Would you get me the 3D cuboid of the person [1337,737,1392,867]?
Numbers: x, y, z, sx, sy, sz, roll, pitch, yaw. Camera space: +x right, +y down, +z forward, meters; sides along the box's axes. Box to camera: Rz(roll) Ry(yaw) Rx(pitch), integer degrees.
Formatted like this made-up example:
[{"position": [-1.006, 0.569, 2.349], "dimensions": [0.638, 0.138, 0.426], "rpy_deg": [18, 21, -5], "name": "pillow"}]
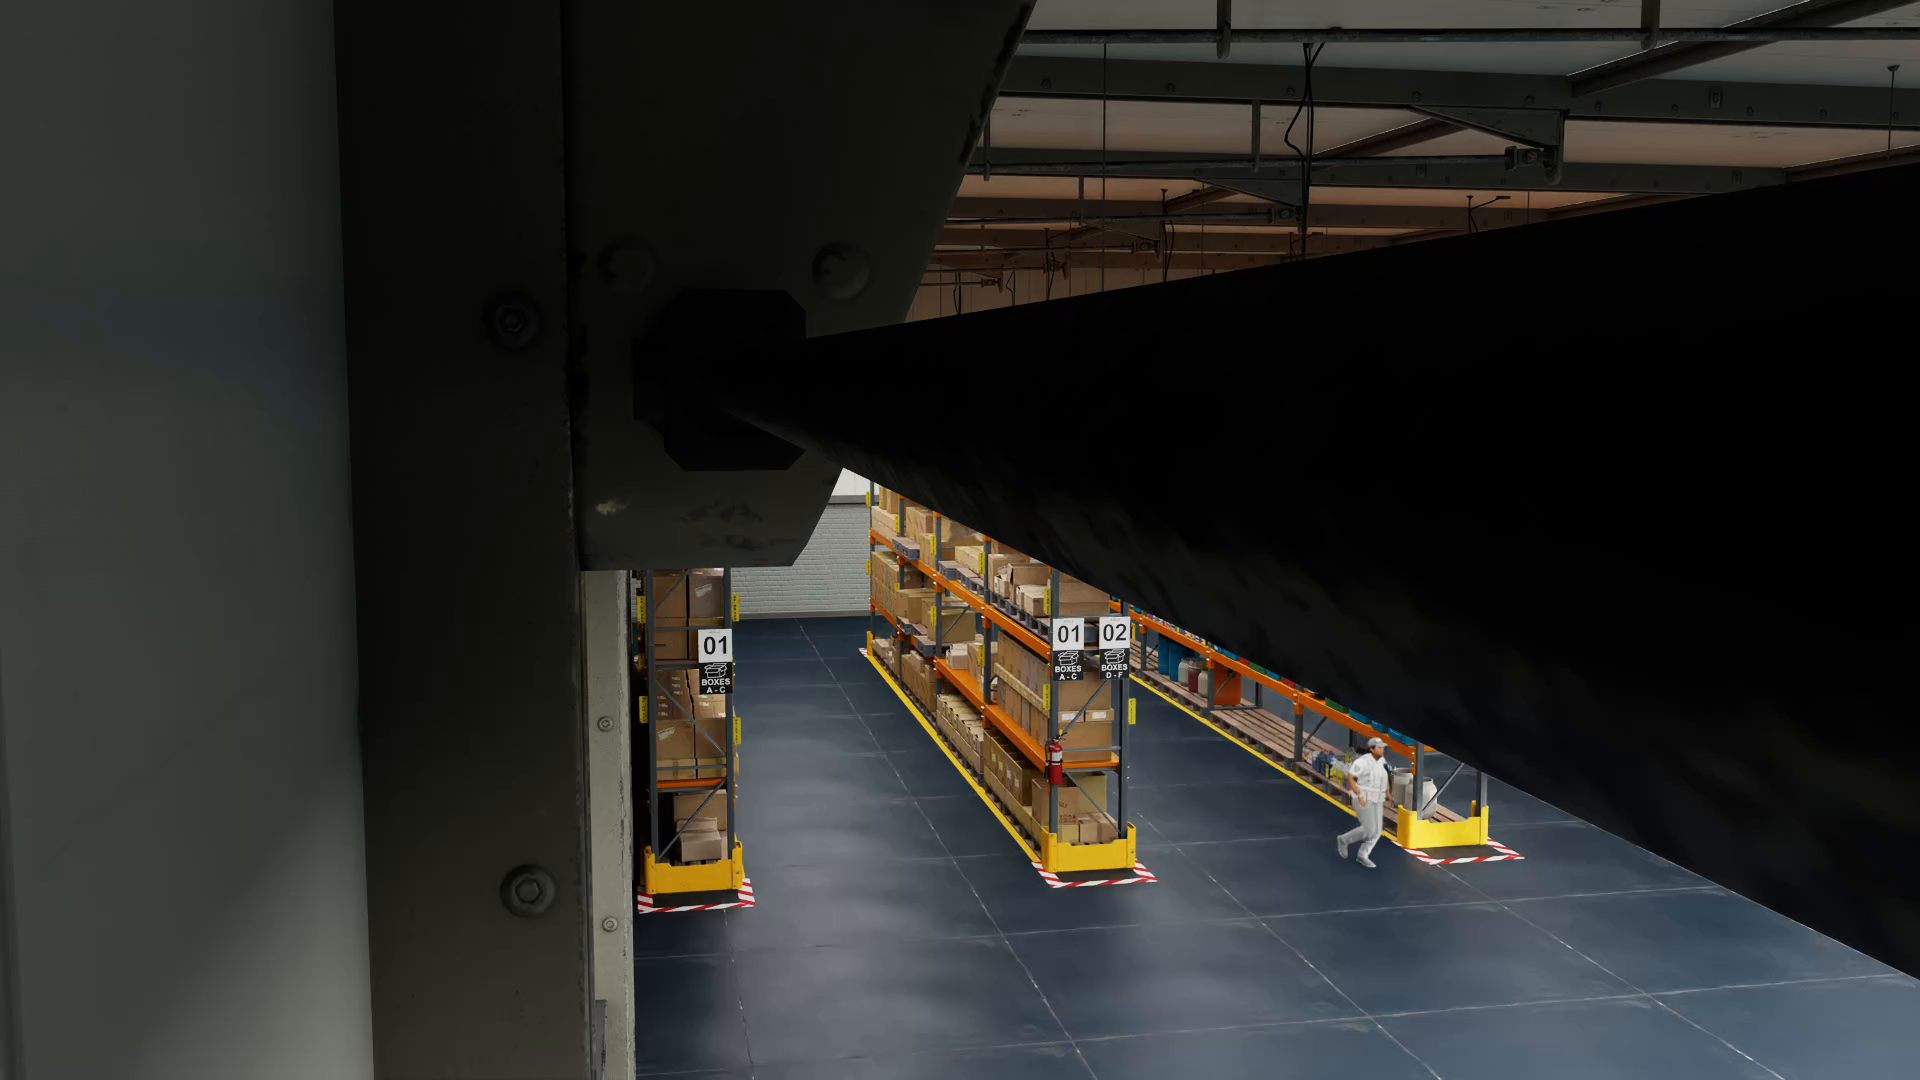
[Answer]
[{"position": [5.216, 3.319, 21.258], "dimensions": [0.659, 1.614, 0.530], "rpy_deg": [-4, 7, -35], "name": "person"}]
